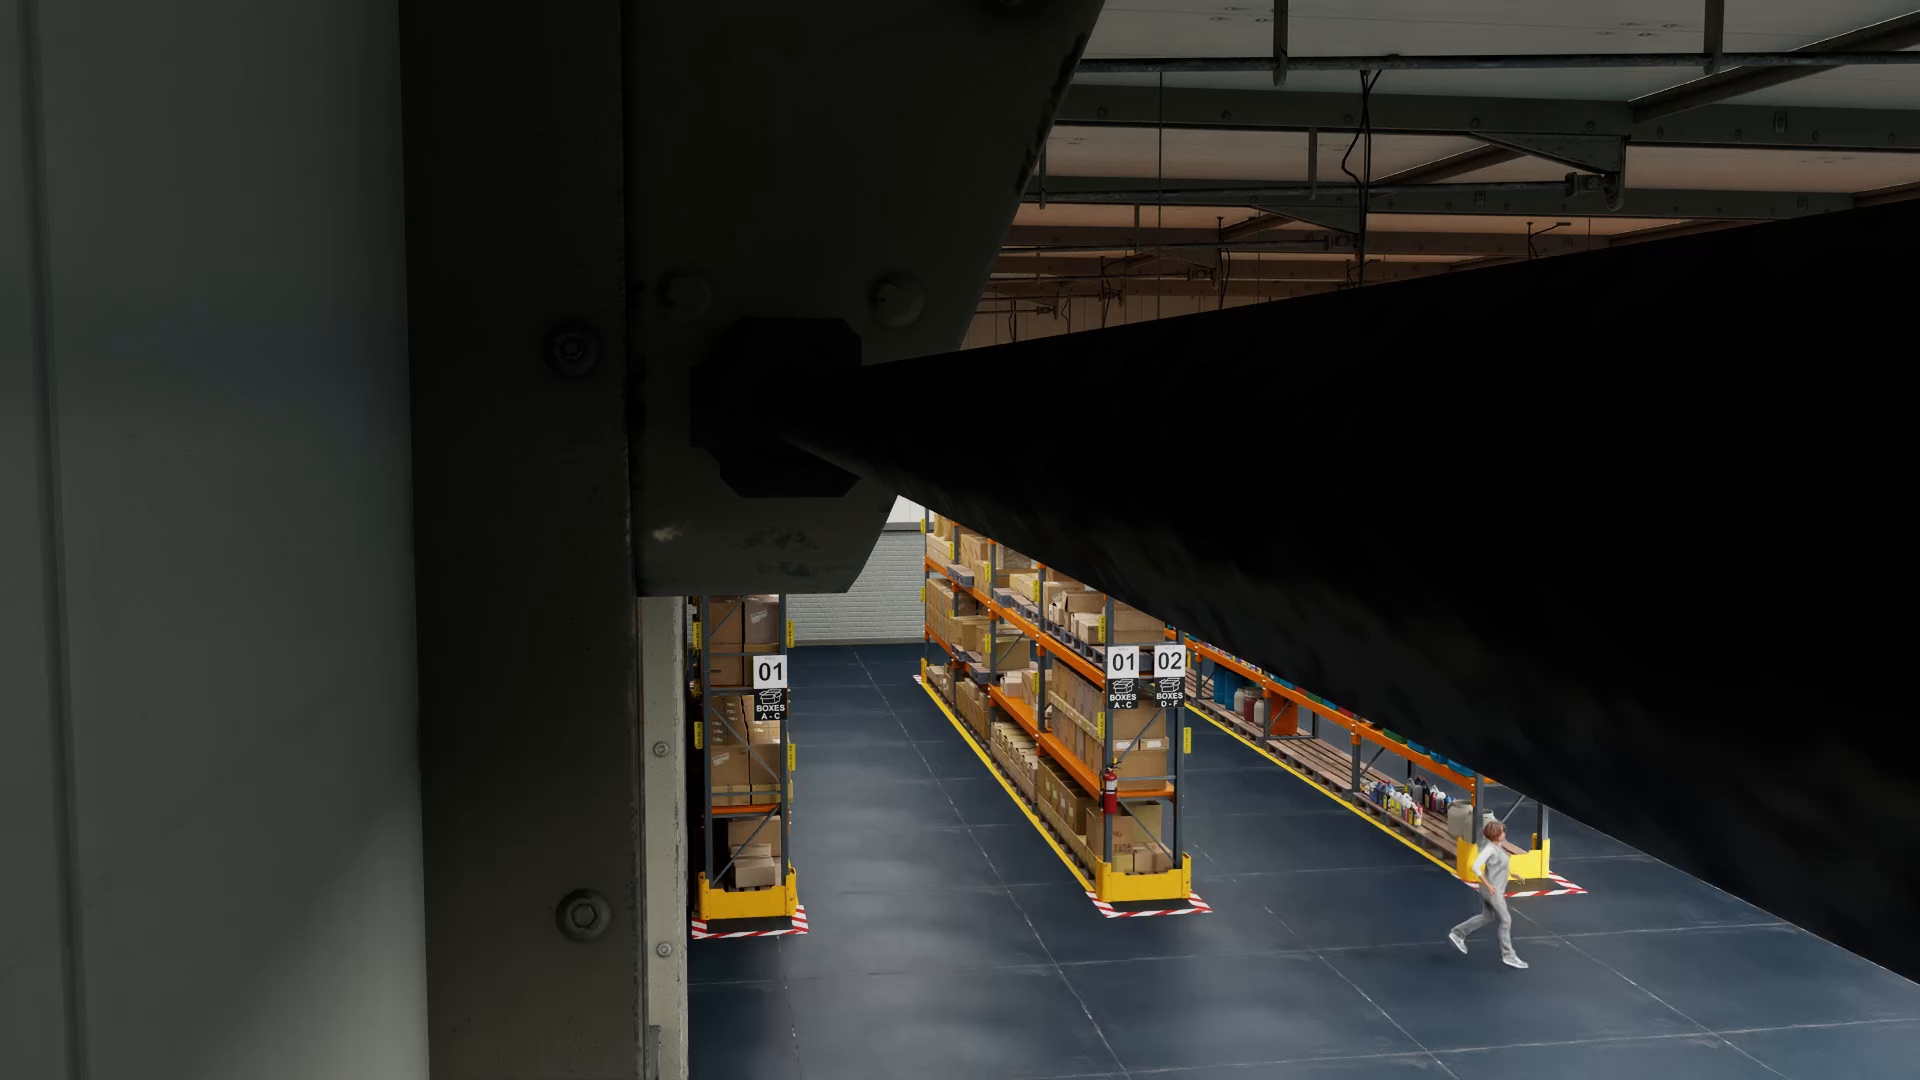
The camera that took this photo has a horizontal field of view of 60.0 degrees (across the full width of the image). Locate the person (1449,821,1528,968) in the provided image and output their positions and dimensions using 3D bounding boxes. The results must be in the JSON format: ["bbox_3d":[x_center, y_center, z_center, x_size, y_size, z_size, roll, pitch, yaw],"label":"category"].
[{"bbox_3d":[5.868,3.902,18.421,0.861,1.597,0.549,2,5,22],"label":"person"}]
